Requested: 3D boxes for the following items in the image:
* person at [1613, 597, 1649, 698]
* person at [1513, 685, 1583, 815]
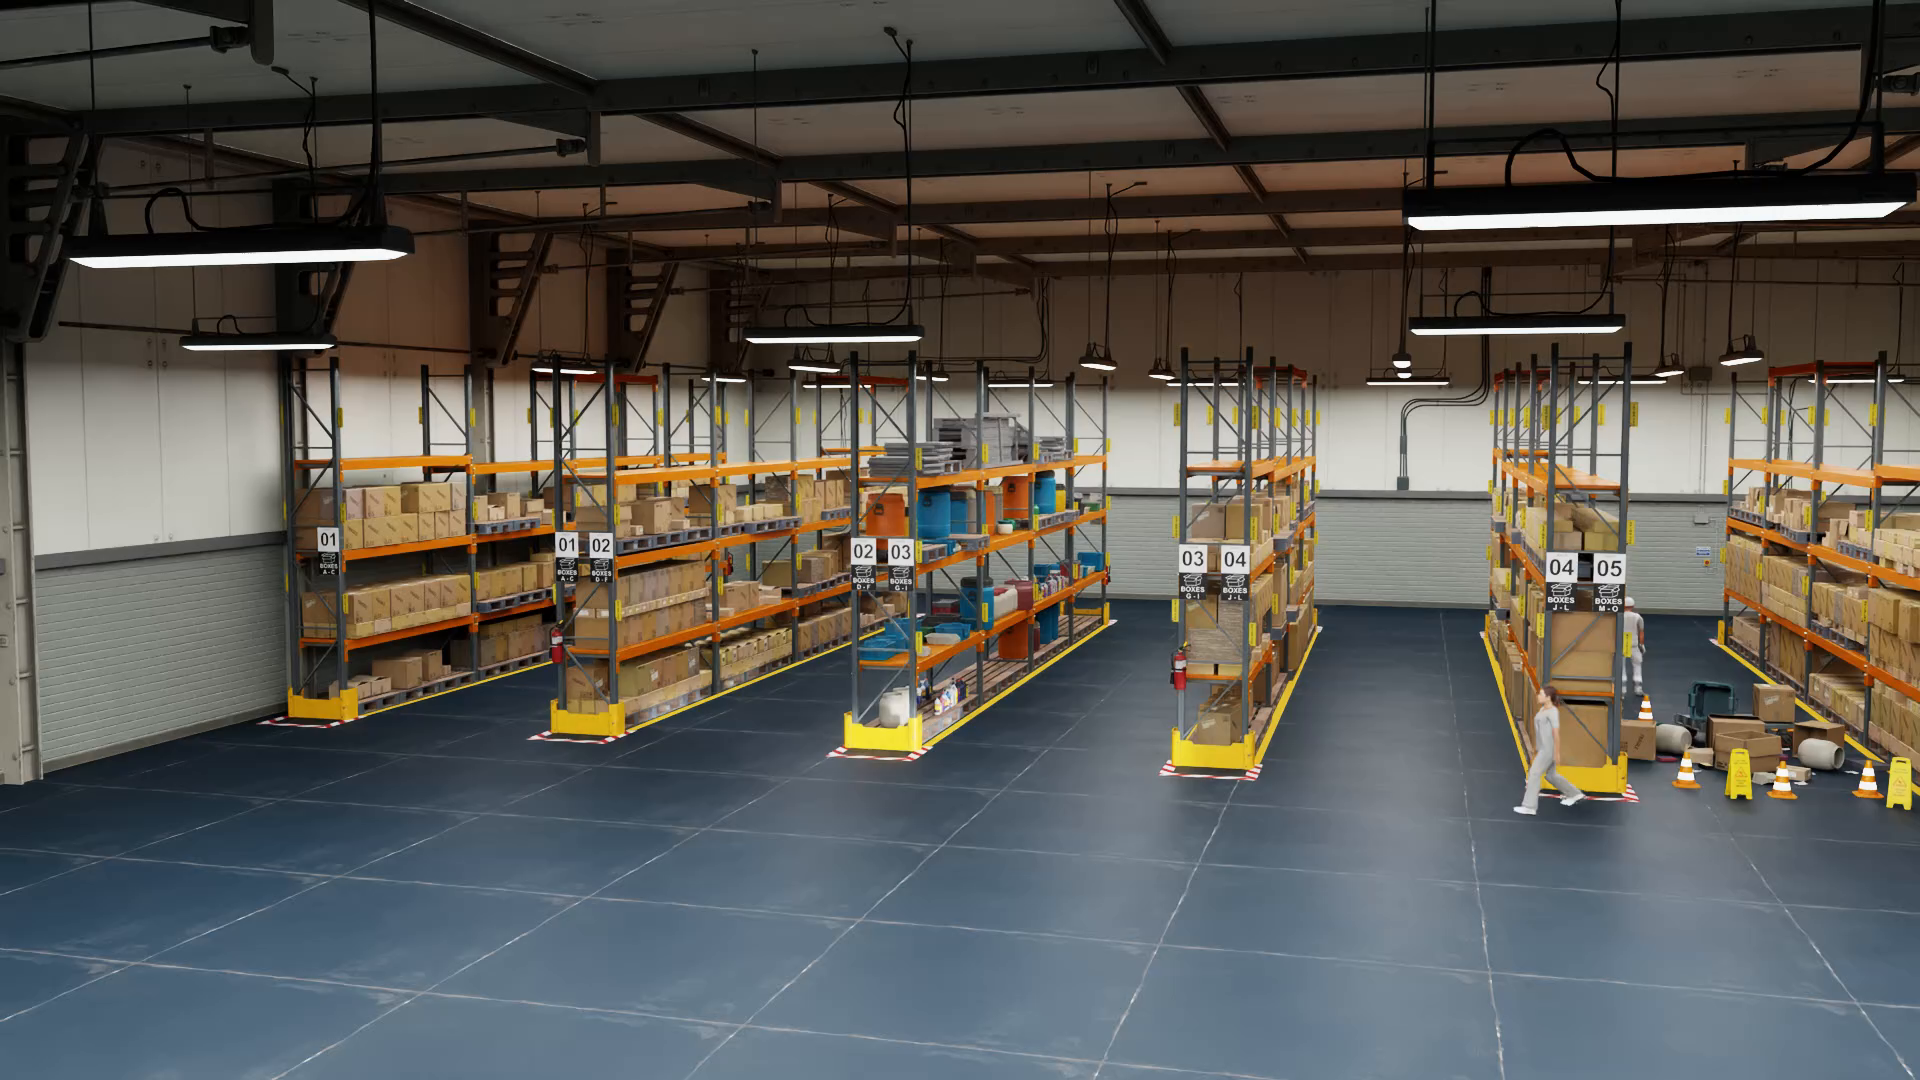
[{"bbox_3d":[12.028,1.923,29.818,0.674,1.798,0.455,2,4,21],"label":"person"},{"bbox_3d":[7.454,2.639,20.977,1.002,1.624,0.447,-1,4,-8],"label":"person"}]
